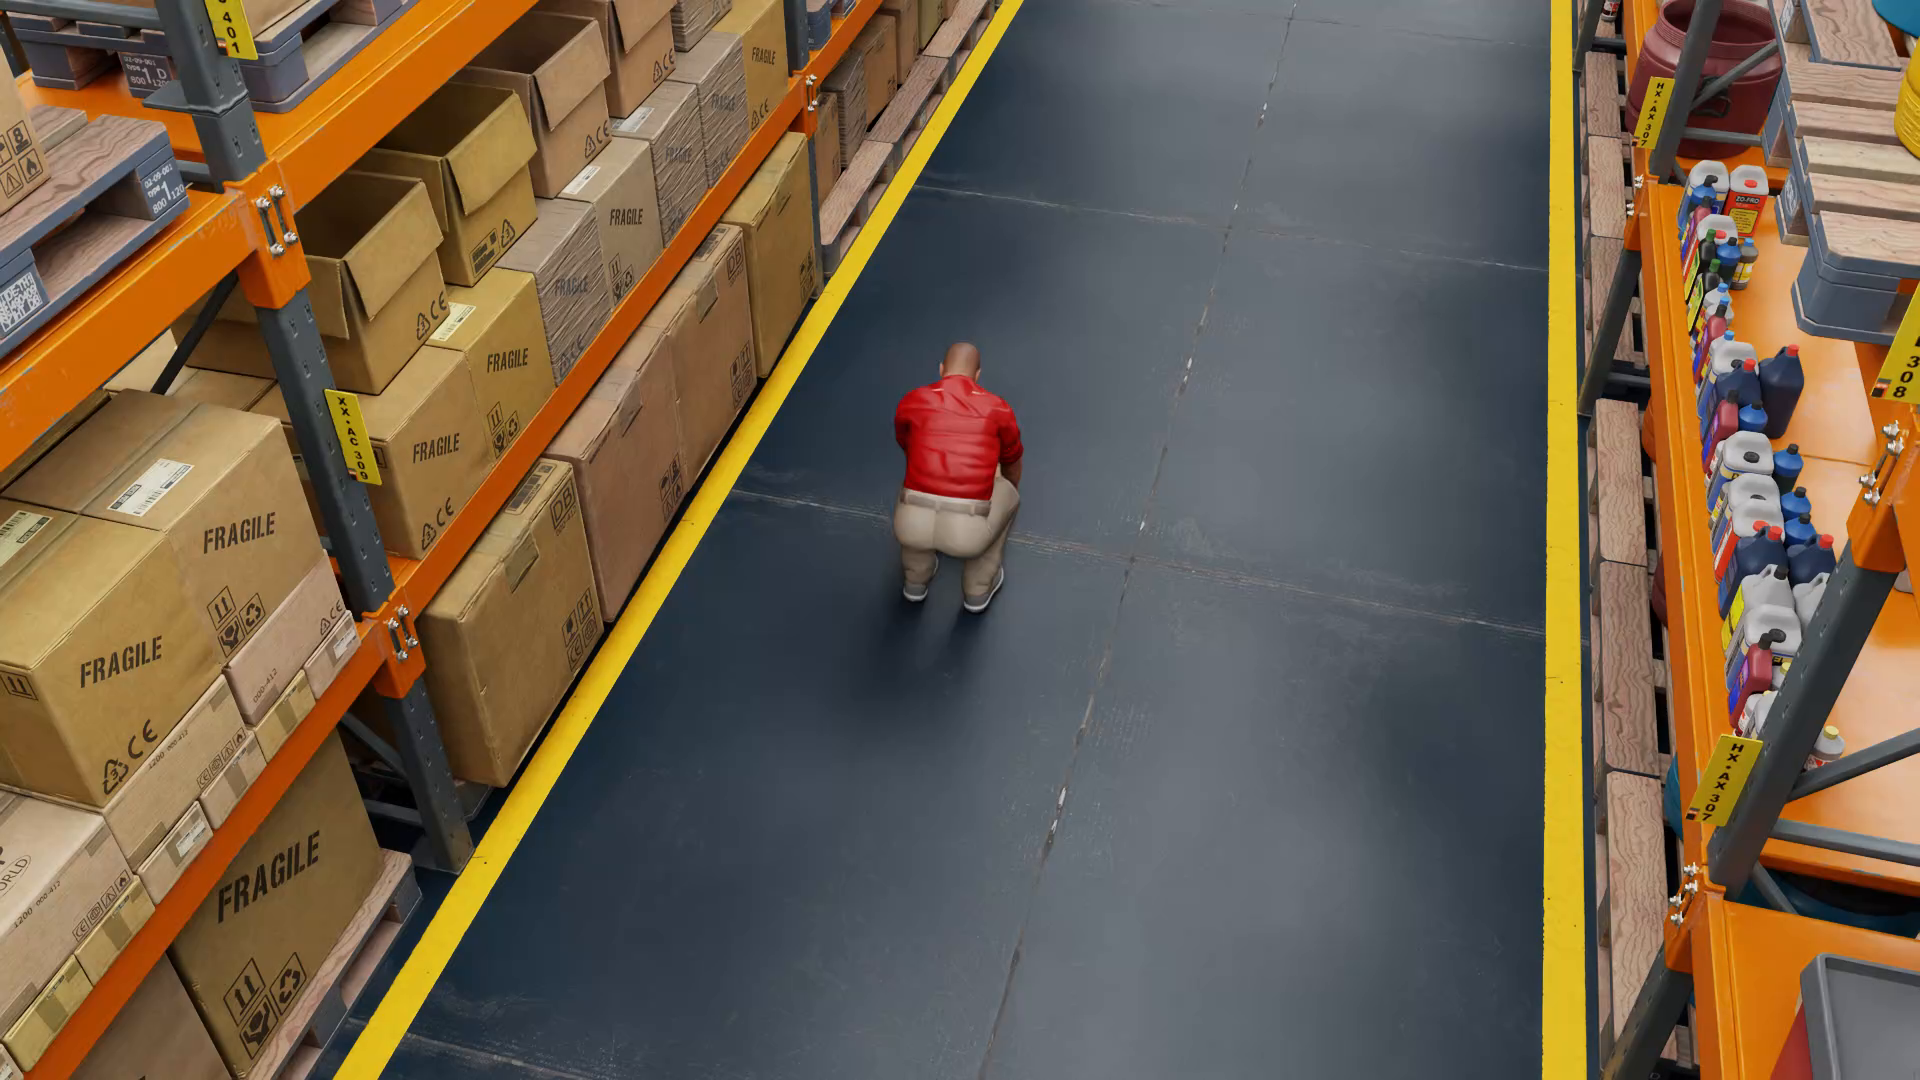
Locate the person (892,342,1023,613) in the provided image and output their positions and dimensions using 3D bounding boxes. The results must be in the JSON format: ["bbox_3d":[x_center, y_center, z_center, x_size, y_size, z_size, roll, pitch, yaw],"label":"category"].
[{"bbox_3d":[-0.034,-0.241,7.057,0.568,0.942,0.873,10,42,11],"label":"person"}]
